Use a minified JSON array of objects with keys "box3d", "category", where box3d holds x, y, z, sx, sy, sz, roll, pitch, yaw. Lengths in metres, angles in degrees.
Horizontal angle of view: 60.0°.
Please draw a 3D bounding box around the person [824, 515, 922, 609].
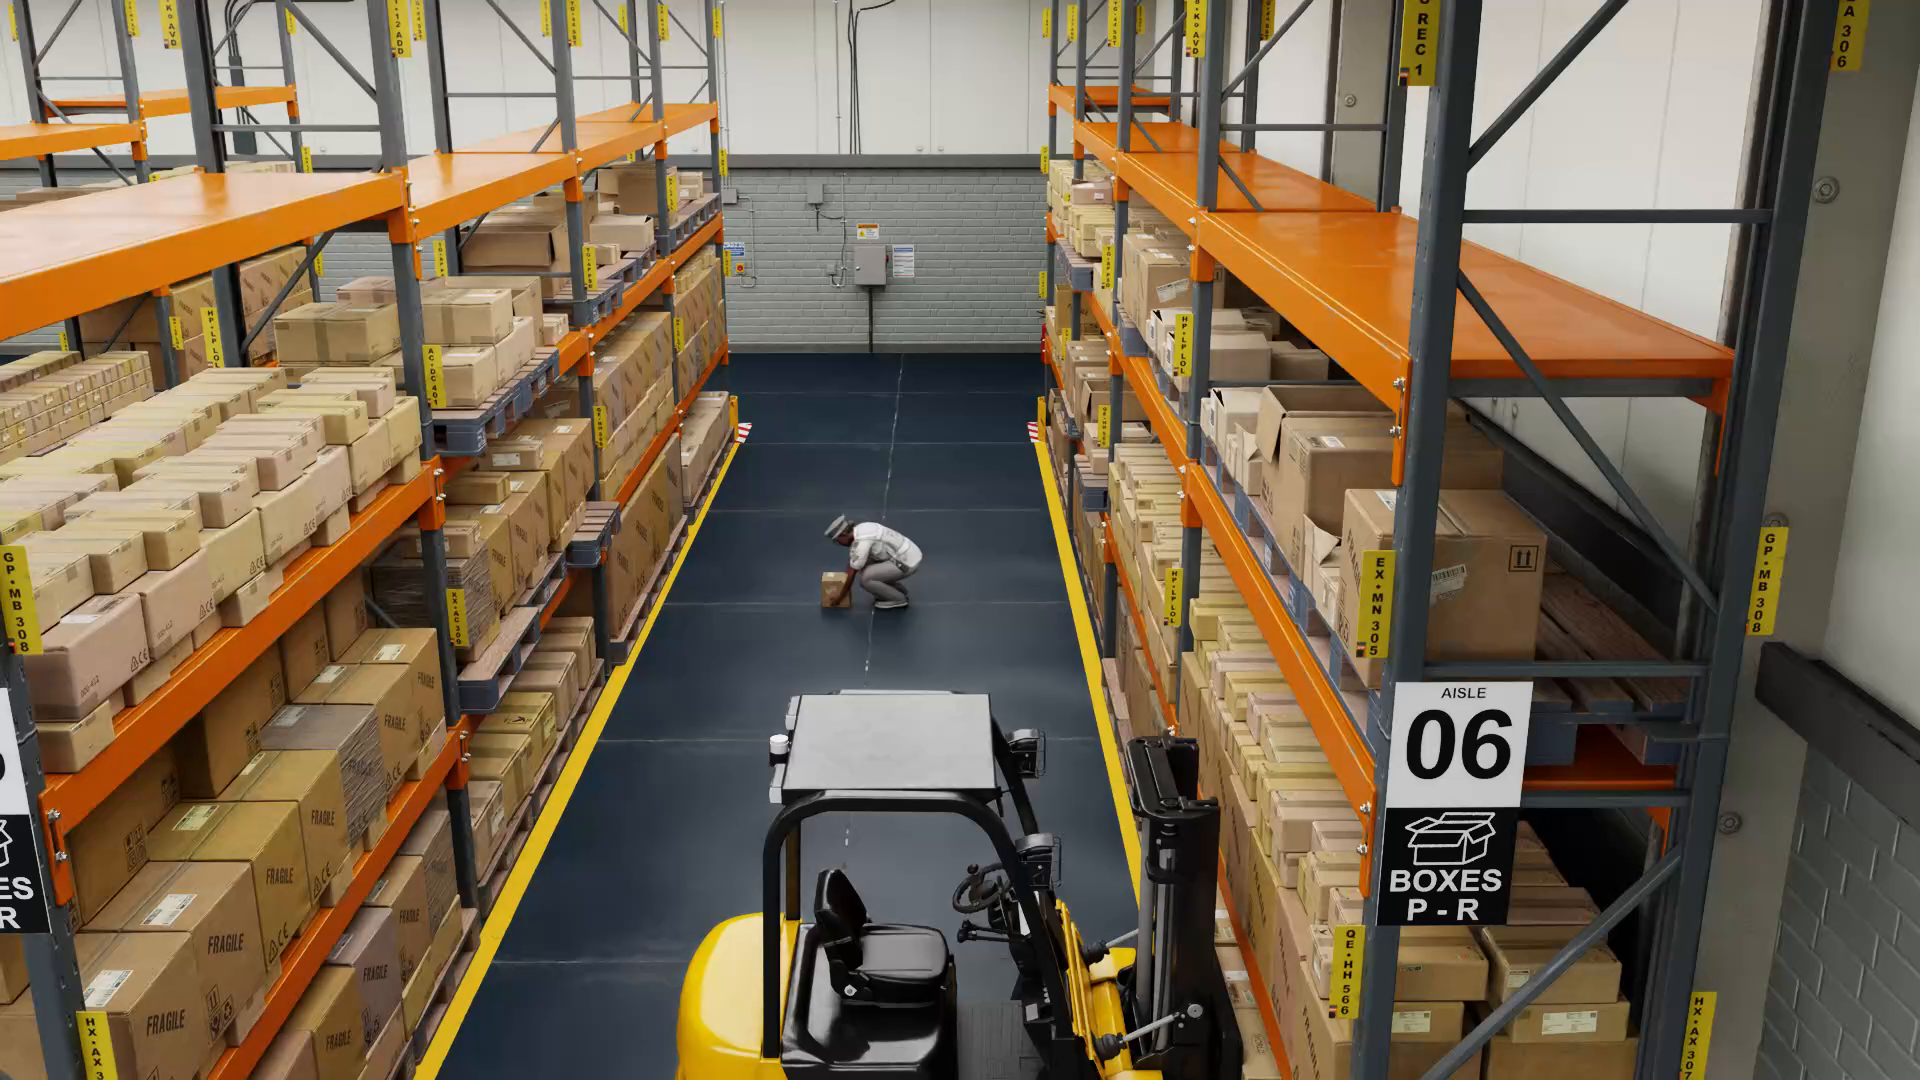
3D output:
[{"box3d":[-0.776,0.177,14.924,0.869,0.845,0.480,0,17,0],"category":"person"}]
